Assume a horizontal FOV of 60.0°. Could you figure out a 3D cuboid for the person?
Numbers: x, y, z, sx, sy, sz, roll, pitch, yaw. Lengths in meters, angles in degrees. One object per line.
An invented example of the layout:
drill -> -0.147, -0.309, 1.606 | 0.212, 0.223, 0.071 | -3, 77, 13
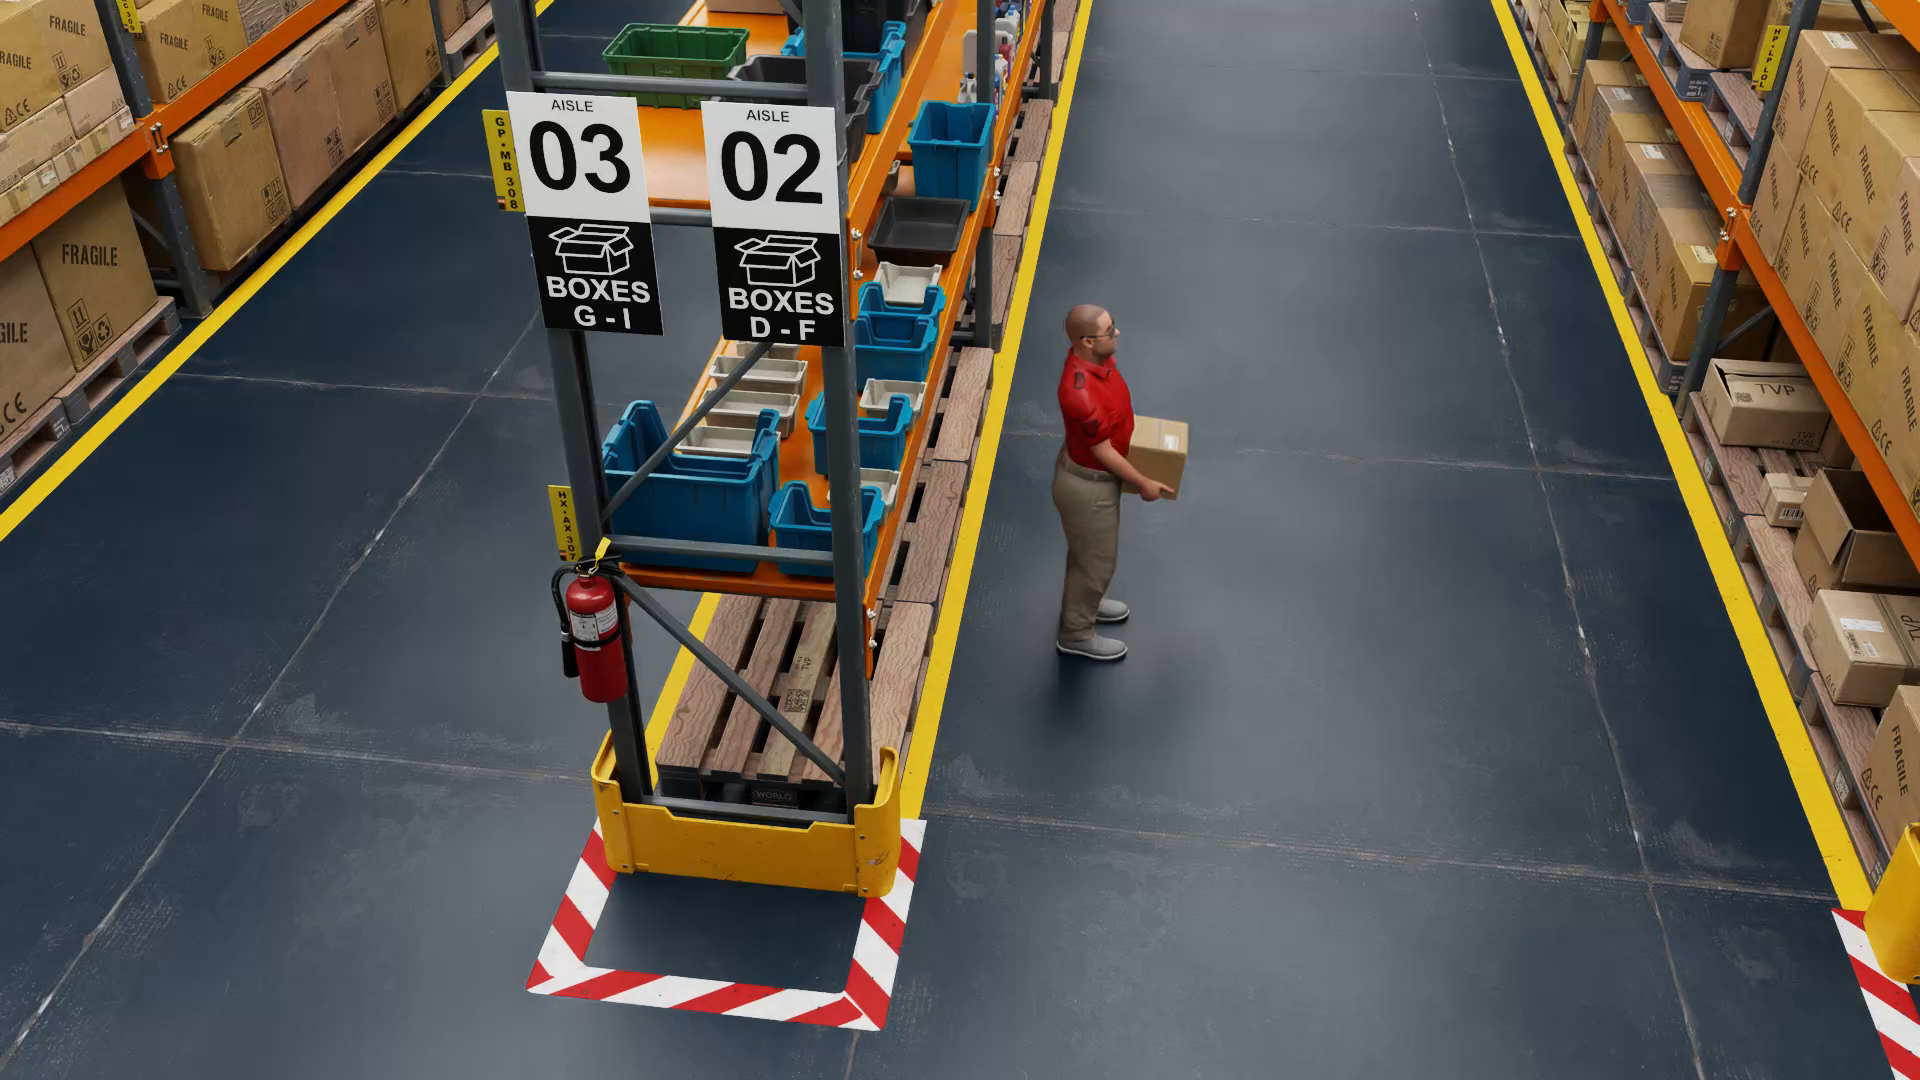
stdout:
person -> 0.683, -0.263, 7.423 | 0.535, 1.719, 0.504 | 4, 36, 6
